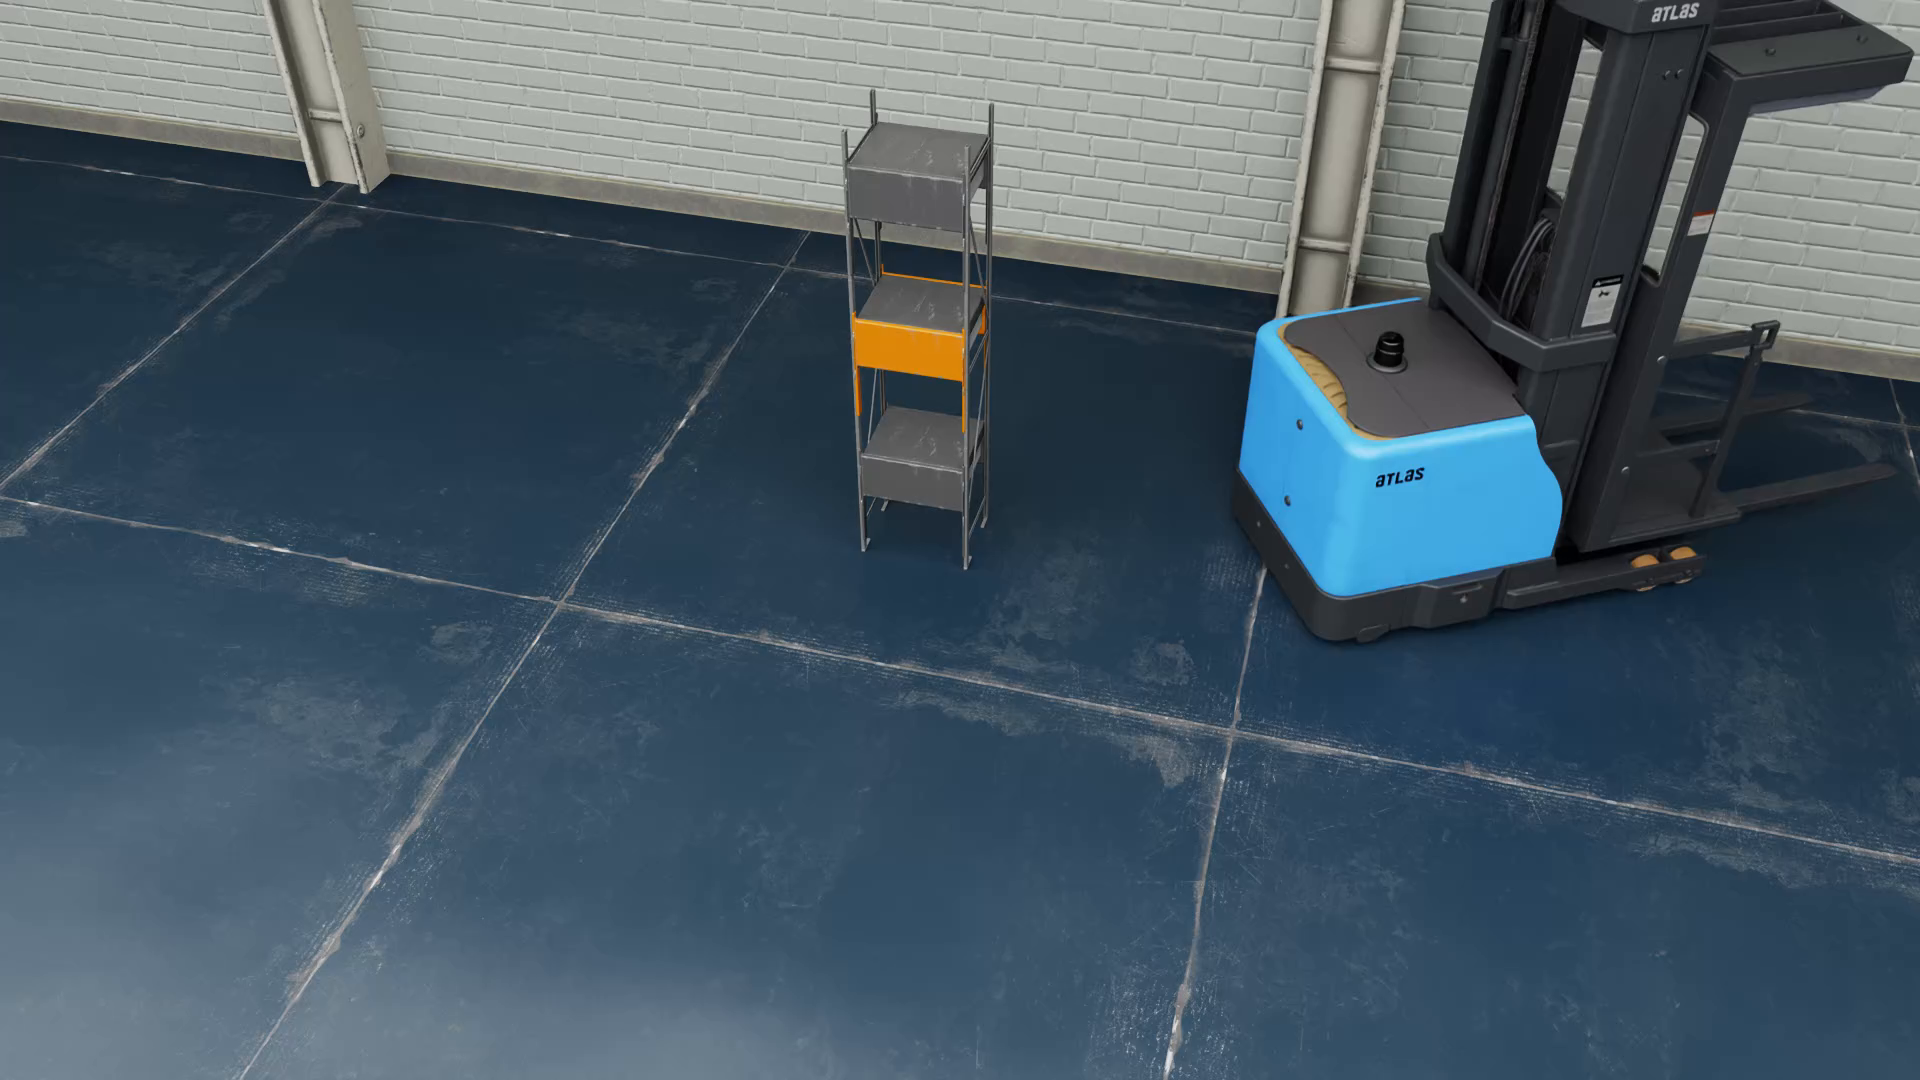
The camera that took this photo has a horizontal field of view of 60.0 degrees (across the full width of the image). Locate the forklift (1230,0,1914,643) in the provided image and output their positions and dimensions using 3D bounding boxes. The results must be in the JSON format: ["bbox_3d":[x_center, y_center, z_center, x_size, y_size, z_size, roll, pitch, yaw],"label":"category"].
[{"bbox_3d":[2.848,-1.210,6.911,3.031,2.935,1.130,-10,41,-12],"label":"forklift"}]

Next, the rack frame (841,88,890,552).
[{"bbox_3d":[-0.396,-0.872,7.156,0.015,2.100,0.400,10,41,11],"label":"rack frame"}]

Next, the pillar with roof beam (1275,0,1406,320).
[{"bbox_3d":[0.862,-2.049,3.193,0.400,9.000,9.100,10,41,11],"label":"pillar with roof beam"}]

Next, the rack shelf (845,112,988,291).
[{"bbox_3d":[-0.160,-1.357,6.666,0.480,0.518,0.431,10,41,11],"label":"rack shelf"}]

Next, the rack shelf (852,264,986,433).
[{"bbox_3d":[-0.160,-0.821,7.116,0.480,0.518,0.431,10,41,11],"label":"rack shelf"}]

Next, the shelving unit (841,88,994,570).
[{"bbox_3d":[-0.160,-0.832,7.108,0.503,2.100,0.431,10,41,11],"label":"shelving unit"}]

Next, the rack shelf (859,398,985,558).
[{"bbox_3d":[-0.160,-0.285,7.566,0.480,0.518,0.431,10,41,11],"label":"rack shelf"}]

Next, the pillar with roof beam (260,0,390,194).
[{"bbox_3d":[-4.935,-3.047,4.381,0.400,9.000,9.100,10,41,11],"label":"pillar with roof beam"}]

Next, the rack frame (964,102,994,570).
[{"bbox_3d":[0.076,-0.791,7.059,0.015,2.100,0.400,10,41,11],"label":"rack frame"}]
